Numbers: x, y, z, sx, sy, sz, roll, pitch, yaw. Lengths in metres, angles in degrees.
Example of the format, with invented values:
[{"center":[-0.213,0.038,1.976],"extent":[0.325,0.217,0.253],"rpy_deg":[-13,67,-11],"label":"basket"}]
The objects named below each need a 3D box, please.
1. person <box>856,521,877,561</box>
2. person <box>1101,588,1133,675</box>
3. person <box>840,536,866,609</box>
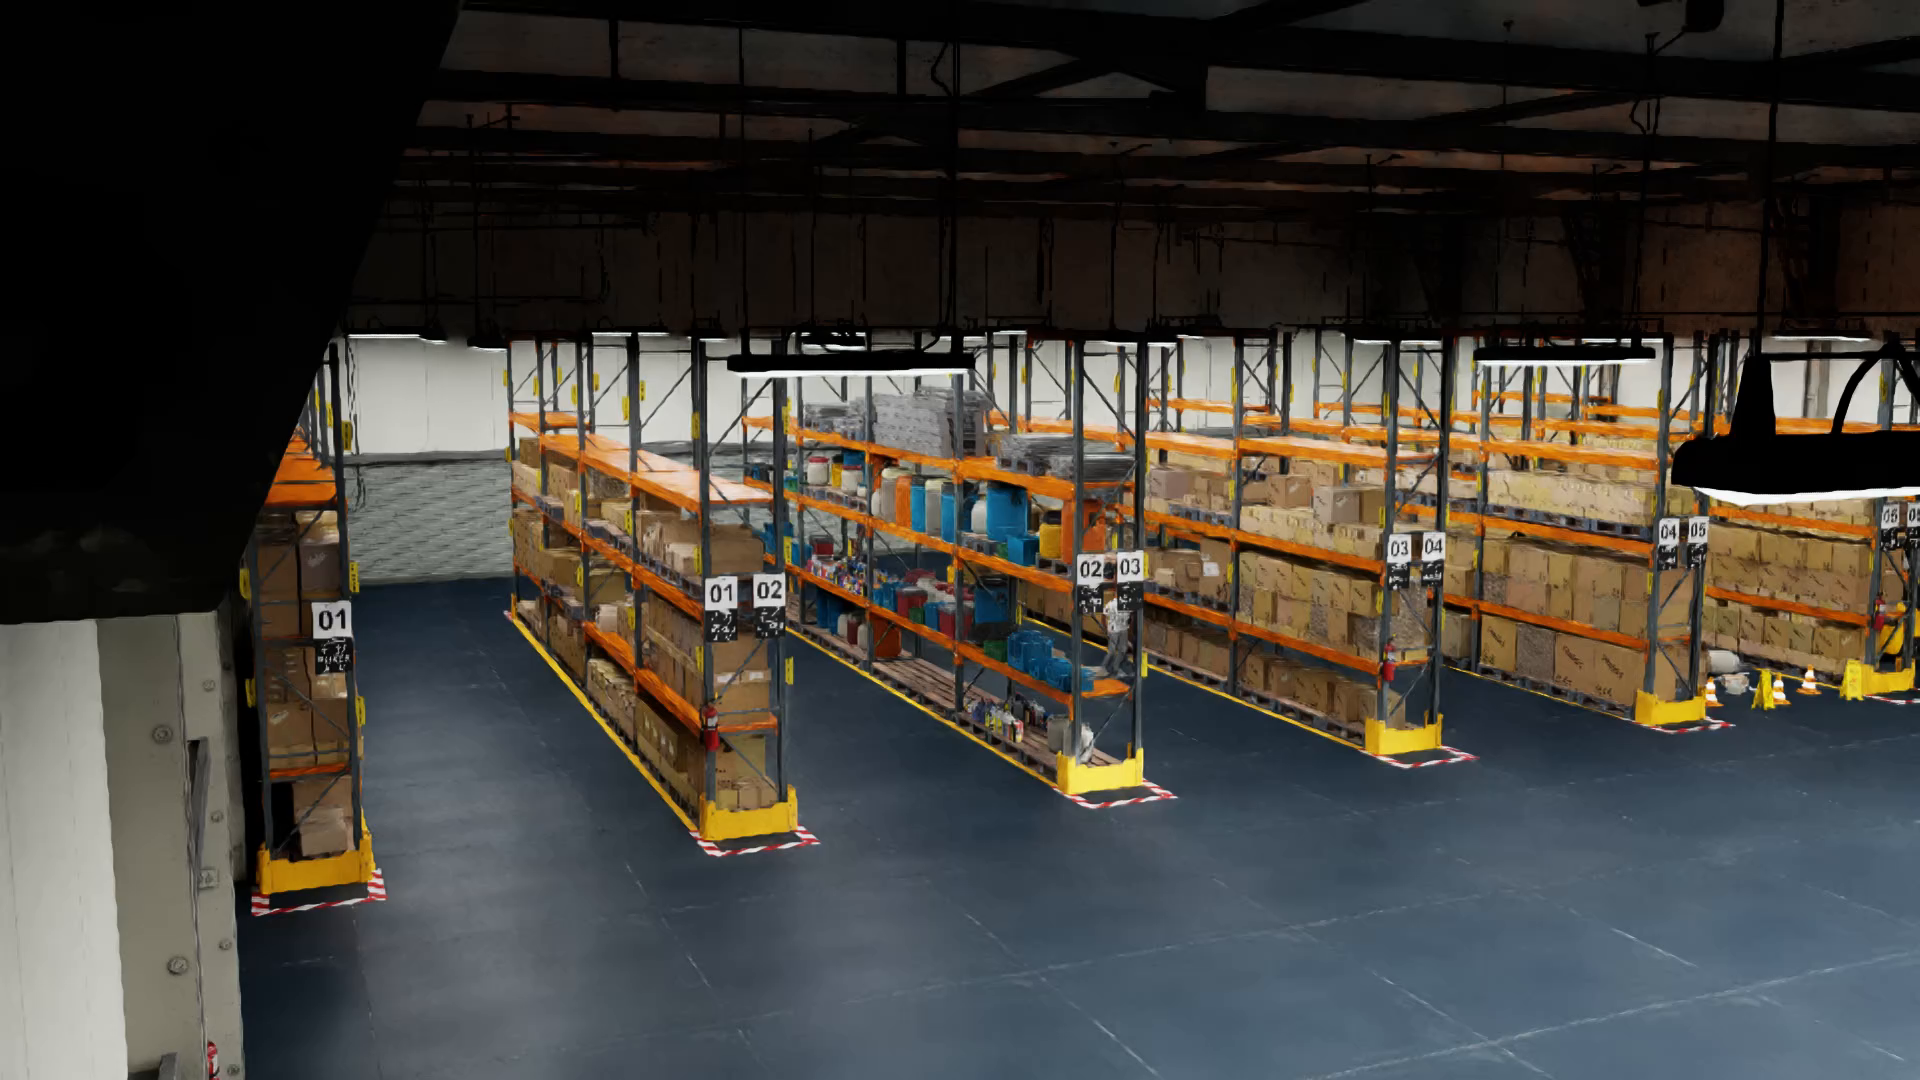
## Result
[{"center":[-2.449,-0.263,42.520],"extent":[0.489,1.644,0.686],"rpy_deg":[6,10,38],"label":"person"},{"center":[2.757,1.579,29.121],"extent":[0.592,1.629,0.526],"rpy_deg":[-4,9,-25],"label":"person"},{"center":[-2.272,0.767,34.623],"extent":[0.717,1.729,0.810],"rpy_deg":[-7,11,-44],"label":"person"}]
